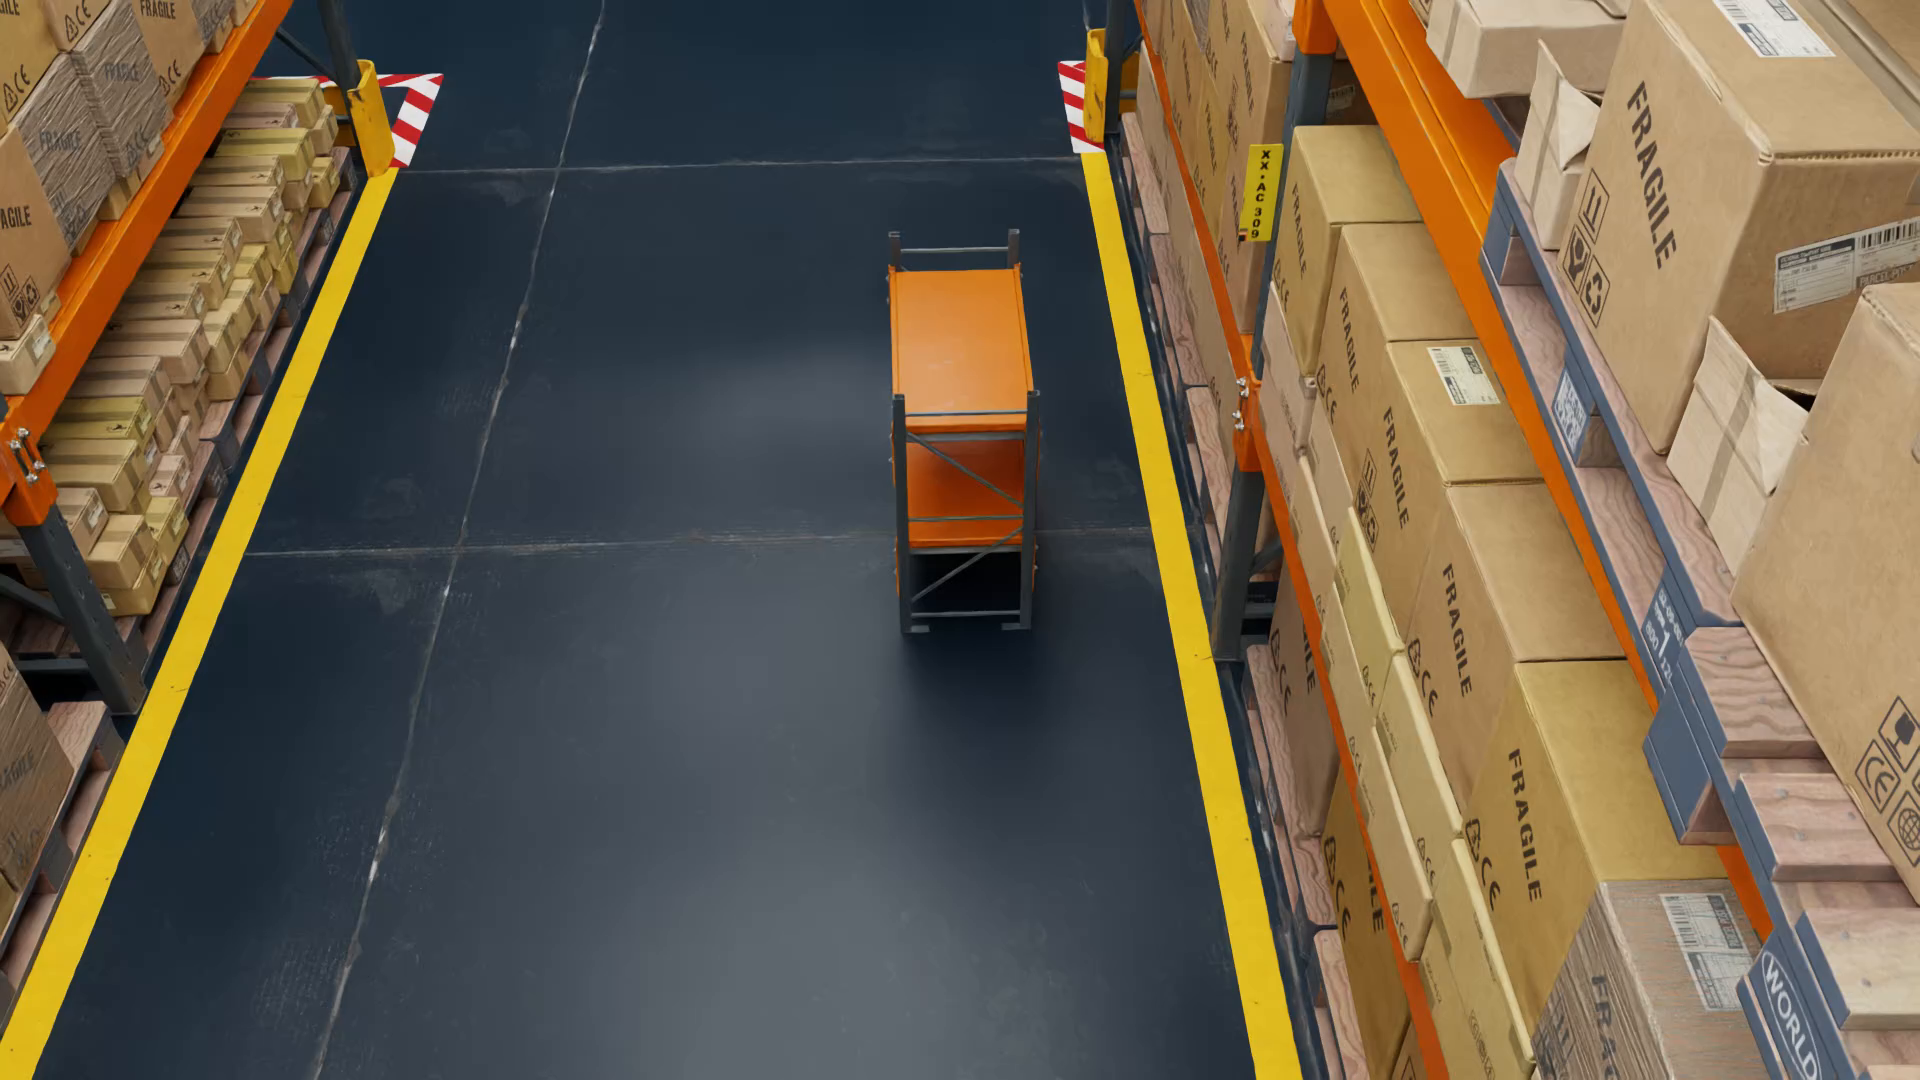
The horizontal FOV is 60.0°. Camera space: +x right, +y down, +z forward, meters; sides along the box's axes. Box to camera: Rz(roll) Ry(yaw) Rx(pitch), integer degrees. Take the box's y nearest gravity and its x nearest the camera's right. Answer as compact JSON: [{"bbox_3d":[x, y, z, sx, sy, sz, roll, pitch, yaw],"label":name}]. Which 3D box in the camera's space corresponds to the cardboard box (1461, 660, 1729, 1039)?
[{"bbox_3d":[1.292,0.571,3.093,0.500,0.500,0.500,-2,43,-2],"label":"cardboard box"}]

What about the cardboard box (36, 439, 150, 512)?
[{"bbox_3d":[-3.251,-0.240,6.150,0.380,0.149,0.250,0,43,0],"label":"cardboard box"}]

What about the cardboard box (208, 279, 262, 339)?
[{"bbox_3d":[-3.263,-0.998,7.197,0.380,0.149,0.250,-1,43,-1],"label":"cardboard box"}]

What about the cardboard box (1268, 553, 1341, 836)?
[{"bbox_3d":[1.556,0.344,5.416,0.875,0.875,0.875,0,43,0],"label":"cardboard box"}]

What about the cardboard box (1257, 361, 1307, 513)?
[{"bbox_3d":[1.205,-0.341,5.013,0.500,0.250,0.500,-3,43,-3],"label":"cardboard box"}]

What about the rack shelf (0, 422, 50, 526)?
[{"bbox_3d":[-3.406,1.125,3.835,1.077,0.370,4.000,-2,43,-2],"label":"rack shelf"}]

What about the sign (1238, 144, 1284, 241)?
[{"bbox_3d":[0.896,-1.032,4.957,0.100,0.325,0.005,-2,43,-2],"label":"sign"}]

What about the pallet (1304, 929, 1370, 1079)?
[{"bbox_3d":[1.613,1.672,4.770,1.003,0.211,1.213,-2,43,-2],"label":"pallet"}]

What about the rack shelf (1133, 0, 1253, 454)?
[{"bbox_3d":[1.365,-1.786,7.011,1.077,0.370,4.000,-2,43,-2],"label":"rack shelf"}]

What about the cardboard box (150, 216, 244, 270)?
[{"bbox_3d":[-3.379,-1.284,7.290,0.380,0.149,0.250,-3,43,-3],"label":"cardboard box"}]

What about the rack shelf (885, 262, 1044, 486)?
[{"bbox_3d":[0.000,-0.635,6.177,0.538,0.278,1.000,-2,43,-2],"label":"rack shelf"}]

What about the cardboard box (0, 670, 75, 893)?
[{"bbox_3d":[-3.208,0.769,5.231,0.500,0.500,0.500,-2,43,-3],"label":"cardboard box"}]

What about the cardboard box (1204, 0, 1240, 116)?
[{"bbox_3d":[1.141,-1.760,5.636,0.500,0.500,0.500,-2,43,-2],"label":"cardboard box"}]

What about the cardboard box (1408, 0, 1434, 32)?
[{"bbox_3d":[1.198,-1.395,3.447,0.500,0.500,0.500,-2,43,-3],"label":"cardboard box"}]

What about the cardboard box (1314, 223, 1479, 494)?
[{"bbox_3d":[1.231,-0.458,4.216,0.500,0.500,0.500,-2,43,-2],"label":"cardboard box"}]

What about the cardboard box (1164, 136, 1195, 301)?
[{"bbox_3d":[1.455,-1.551,7.808,0.875,0.438,0.875,-1,43,-1],"label":"cardboard box"}]

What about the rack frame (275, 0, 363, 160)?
[{"bbox_3d":[-3.661,-3.191,8.011,1.000,3.000,0.127,-2,43,-2],"label":"rack frame"}]

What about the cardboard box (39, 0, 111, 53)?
[{"bbox_3d":[-3.295,-2.008,5.686,0.500,0.500,0.500,-1,43,-1],"label":"cardboard box"}]

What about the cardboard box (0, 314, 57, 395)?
[{"bbox_3d":[-3.176,-0.598,5.369,0.380,0.149,0.250,0,43,0],"label":"cardboard box"}]

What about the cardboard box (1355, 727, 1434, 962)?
[{"bbox_3d":[1.246,0.693,3.885,0.500,0.250,0.500,-2,43,-2],"label":"cardboard box"}]

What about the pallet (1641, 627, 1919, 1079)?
[{"bbox_3d":[1.539,0.530,1.871,1.213,0.211,1.003,0,43,0],"label":"pallet"}]

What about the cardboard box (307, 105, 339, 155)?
[{"bbox_3d":[-3.354,-2.056,8.352,0.380,0.149,0.250,-3,43,-3],"label":"cardboard box"}]

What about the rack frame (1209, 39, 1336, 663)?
[{"bbox_3d":[1.450,-0.701,5.295,1.000,3.000,0.127,-2,43,-2],"label":"rack frame"}]

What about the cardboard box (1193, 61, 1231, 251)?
[{"bbox_3d":[1.147,-1.391,5.973,0.500,0.500,0.500,-3,43,-3],"label":"cardboard box"}]

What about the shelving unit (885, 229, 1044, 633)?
[{"bbox_3d":[0.000,-0.419,6.375,0.538,1.125,1.048,-2,43,-2],"label":"shelving unit"}]

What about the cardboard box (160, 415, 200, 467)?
[{"bbox_3d":[-3.320,-0.365,6.728,0.380,0.149,0.250,-2,43,-3],"label":"cardboard box"}]

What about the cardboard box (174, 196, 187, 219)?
[{"bbox_3d":[-3.421,-1.521,7.768,0.380,0.149,0.250,-2,43,-2],"label":"cardboard box"}]

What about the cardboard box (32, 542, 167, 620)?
[{"bbox_3d":[-3.186,0.151,6.165,0.380,0.149,0.250,-3,43,-4],"label":"cardboard box"}]

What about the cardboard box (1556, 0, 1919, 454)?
[{"bbox_3d":[1.255,-0.479,2.448,0.500,0.500,0.500,-1,43,-1],"label":"cardboard box"}]

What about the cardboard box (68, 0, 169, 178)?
[{"bbox_3d":[-3.274,-1.653,6.040,0.500,0.500,0.500,-2,43,-3],"label":"cardboard box"}]

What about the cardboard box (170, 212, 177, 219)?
[{"bbox_3d":[-3.848,-1.590,8.064,0.380,0.149,0.250,-1,43,-1],"label":"cardboard box"}]

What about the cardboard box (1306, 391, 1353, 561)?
[{"bbox_3d":[1.237,-0.173,4.460,0.500,0.250,0.500,-1,43,-1],"label":"cardboard box"}]

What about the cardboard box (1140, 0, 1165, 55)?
[{"bbox_3d":[1.067,-2.421,7.097,0.500,0.500,0.500,-2,43,-2],"label":"cardboard box"}]

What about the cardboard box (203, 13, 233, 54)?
[{"bbox_3d":[-3.350,-2.198,7.114,0.380,0.149,0.250,-3,43,-4],"label":"cardboard box"}]

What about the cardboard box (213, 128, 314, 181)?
[{"bbox_3d":[-3.294,-1.821,7.876,0.380,0.149,0.250,-3,43,-3],"label":"cardboard box"}]

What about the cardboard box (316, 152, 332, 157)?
[{"bbox_3d":[-3.430,-1.945,8.451,0.380,0.149,0.250,-1,43,-1],"label":"cardboard box"}]

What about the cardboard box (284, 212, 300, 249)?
[{"bbox_3d":[-3.370,-1.427,7.886,0.380,0.149,0.250,-1,43,-1],"label":"cardboard box"}]

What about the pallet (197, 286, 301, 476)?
[{"bbox_3d":[-3.610,-0.740,7.402,1.003,0.211,1.213,-2,43,-2],"label":"pallet"}]

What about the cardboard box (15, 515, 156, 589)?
[{"bbox_3d":[-3.187,0.042,6.063,0.380,0.149,0.250,0,43,0],"label":"cardboard box"}]

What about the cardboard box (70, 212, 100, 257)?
[{"bbox_3d":[-3.331,-1.133,5.952,0.380,0.149,0.250,-3,43,-4],"label":"cardboard box"}]

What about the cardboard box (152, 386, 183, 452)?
[{"bbox_3d":[-3.342,-0.472,6.624,0.380,0.149,0.250,-4,43,-4],"label":"cardboard box"}]

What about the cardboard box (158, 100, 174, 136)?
[{"bbox_3d":[-3.339,-1.666,6.533,0.380,0.149,0.250,0,43,0],"label":"cardboard box"}]

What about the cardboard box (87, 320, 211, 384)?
[{"bbox_3d":[-3.274,-0.759,6.717,0.380,0.149,0.250,-1,43,-1],"label":"cardboard box"}]

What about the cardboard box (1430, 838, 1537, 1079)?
[{"bbox_3d":[1.278,0.860,3.333,0.500,0.250,0.500,-3,43,-3],"label":"cardboard box"}]

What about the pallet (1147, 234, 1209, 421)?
[{"bbox_3d":[1.441,-1.014,7.700,1.003,0.211,1.213,-2,43,-2],"label":"pallet"}]

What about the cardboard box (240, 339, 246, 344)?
[{"bbox_3d":[-3.369,-0.899,7.310,0.380,0.149,0.250,-1,43,-1],"label":"cardboard box"}]
